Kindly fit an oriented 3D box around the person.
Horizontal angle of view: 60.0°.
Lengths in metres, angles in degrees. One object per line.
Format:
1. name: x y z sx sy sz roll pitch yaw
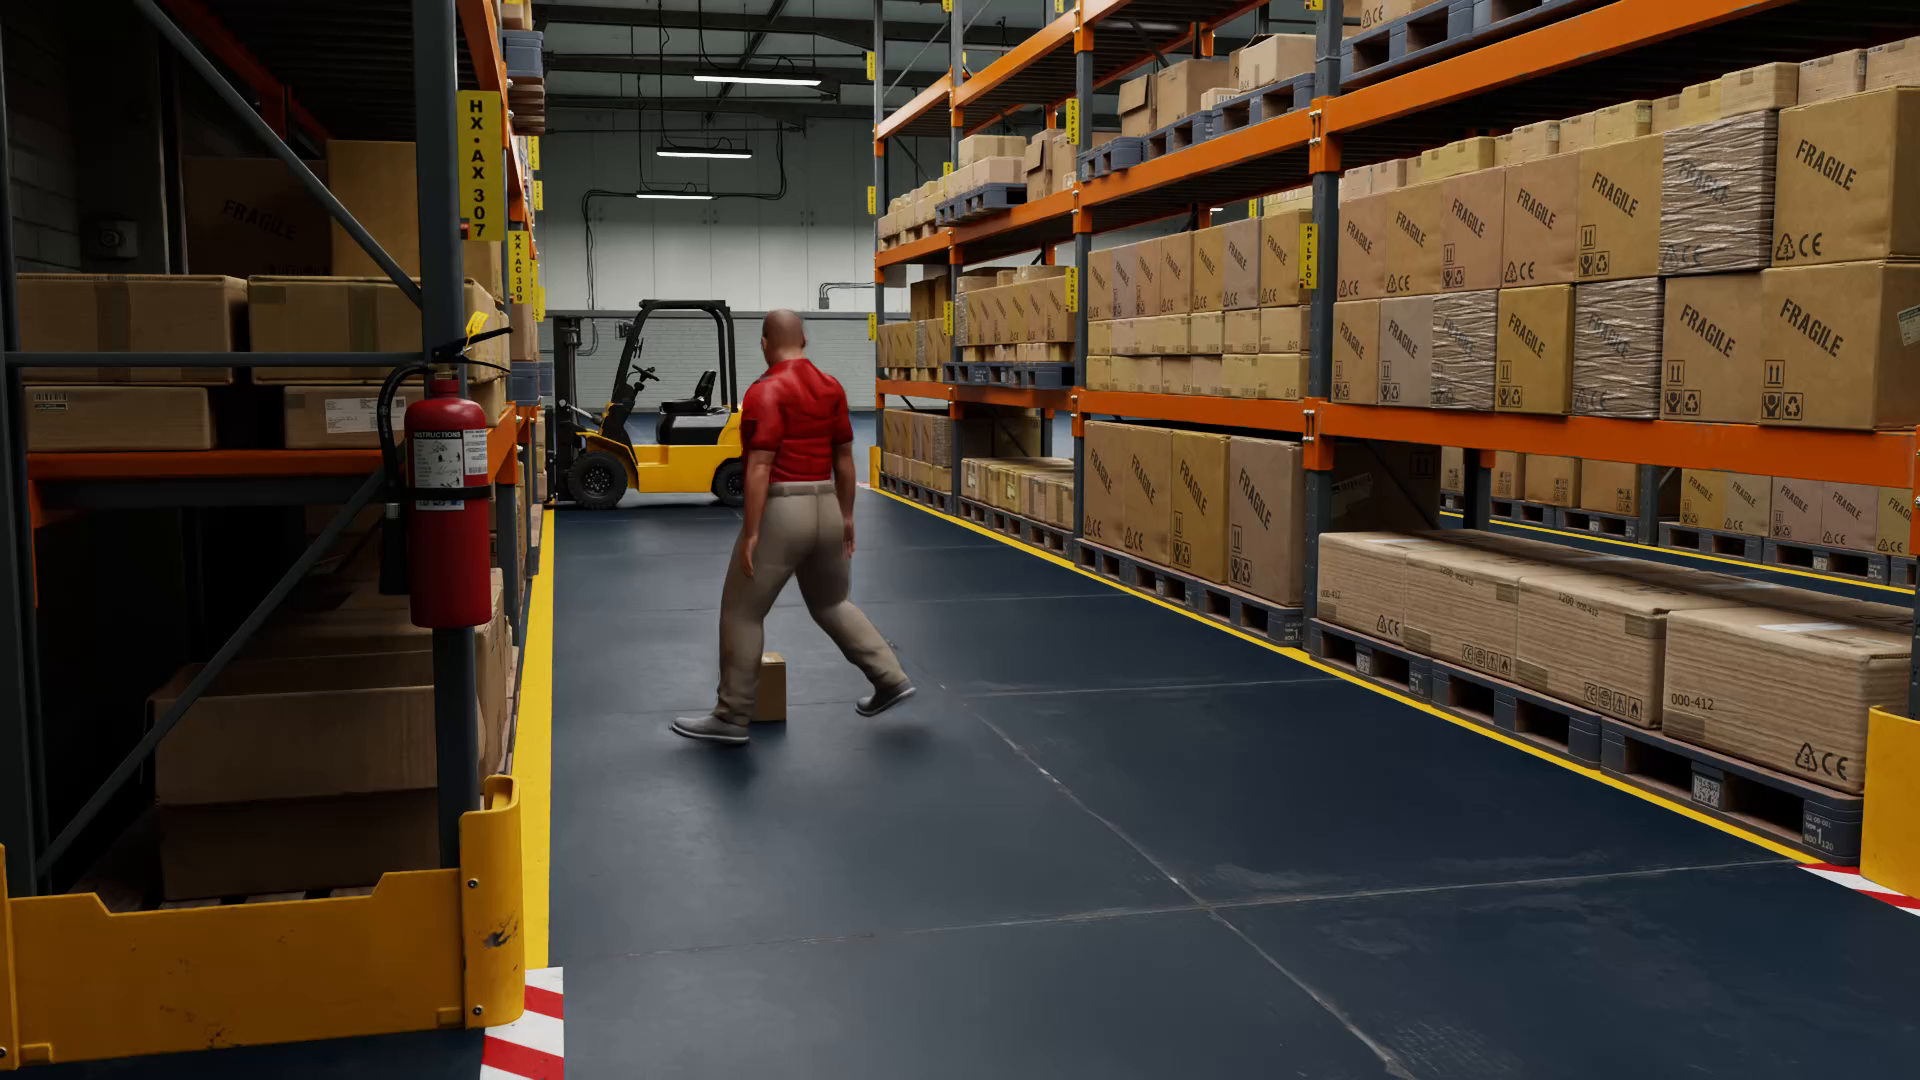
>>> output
1. person: -0.655 -0.060 6.632 0.724 1.703 0.769 5 8 37
